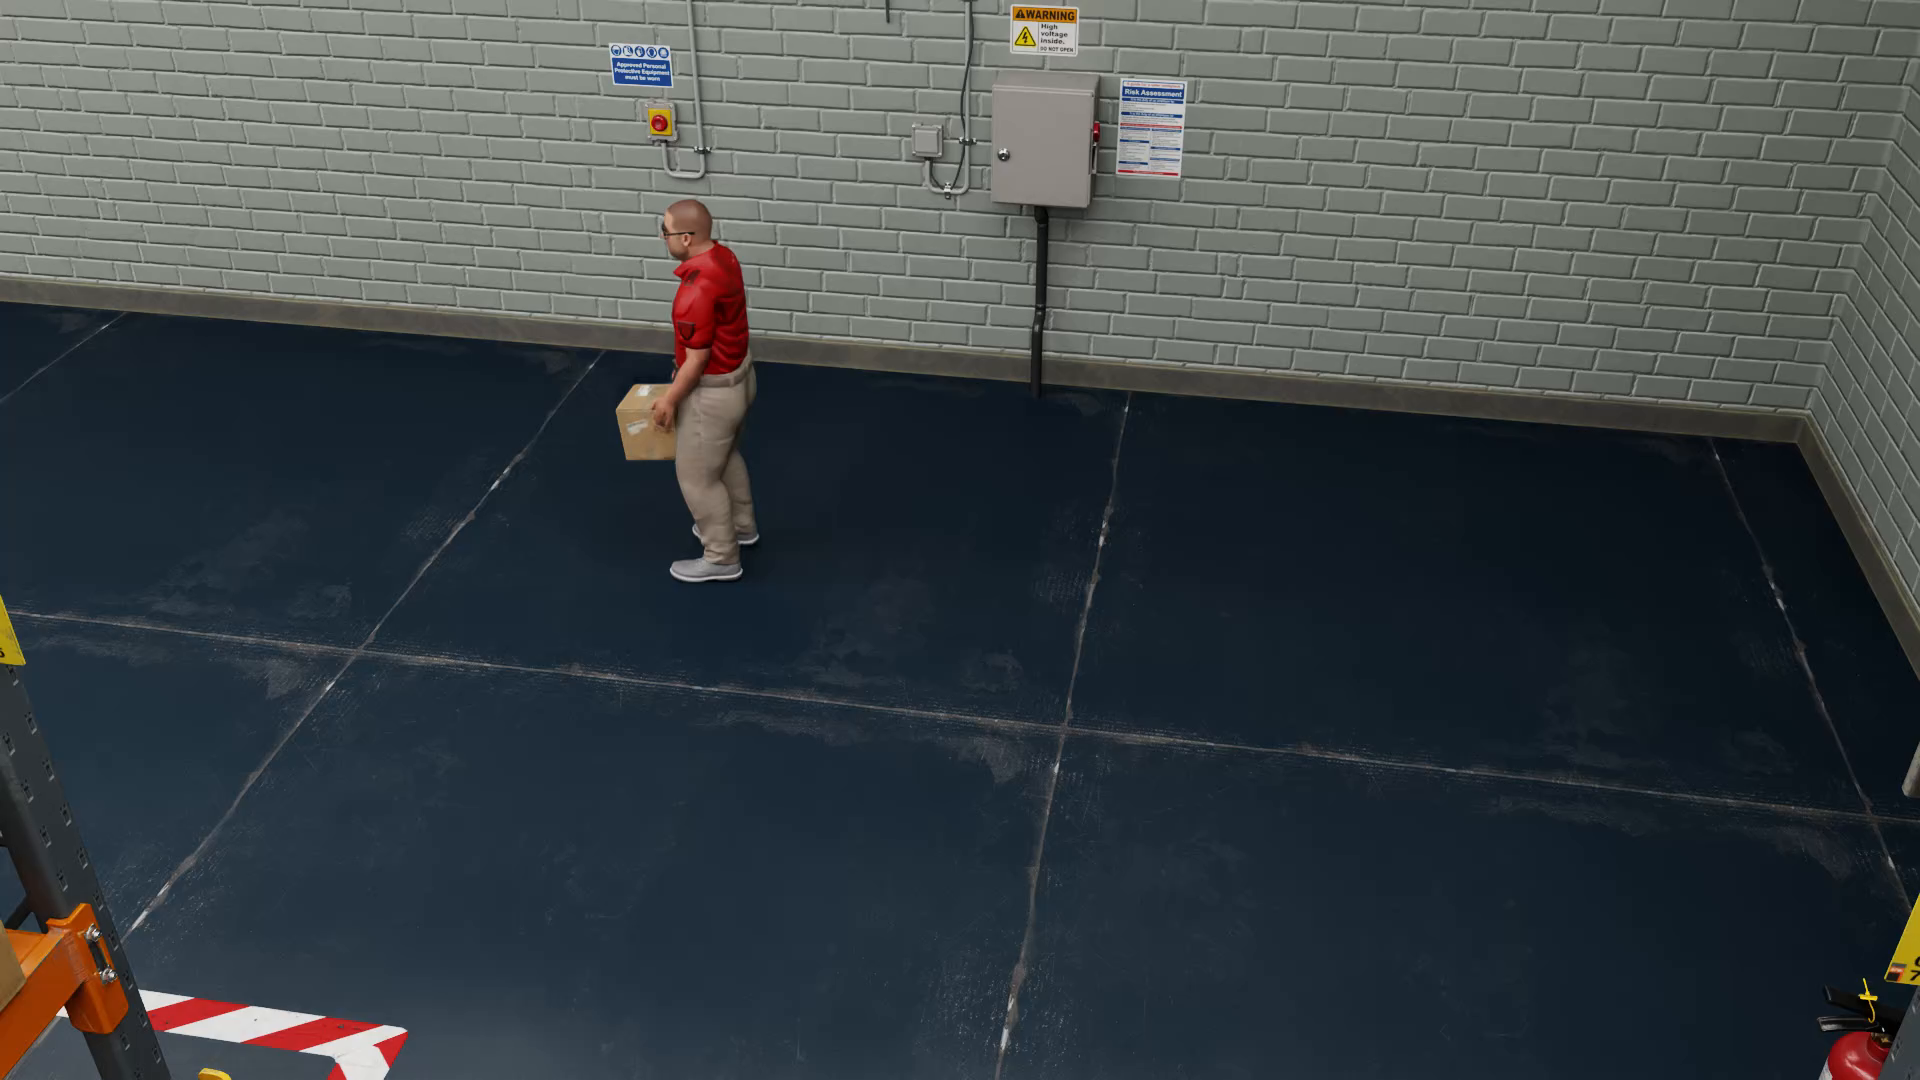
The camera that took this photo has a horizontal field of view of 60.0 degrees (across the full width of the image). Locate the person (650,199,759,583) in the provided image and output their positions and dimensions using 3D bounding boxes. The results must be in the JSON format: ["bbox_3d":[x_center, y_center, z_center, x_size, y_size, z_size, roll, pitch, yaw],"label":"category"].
[{"bbox_3d":[-1.096,-0.641,7.162,0.405,1.733,0.547,5,32,7],"label":"person"}]
